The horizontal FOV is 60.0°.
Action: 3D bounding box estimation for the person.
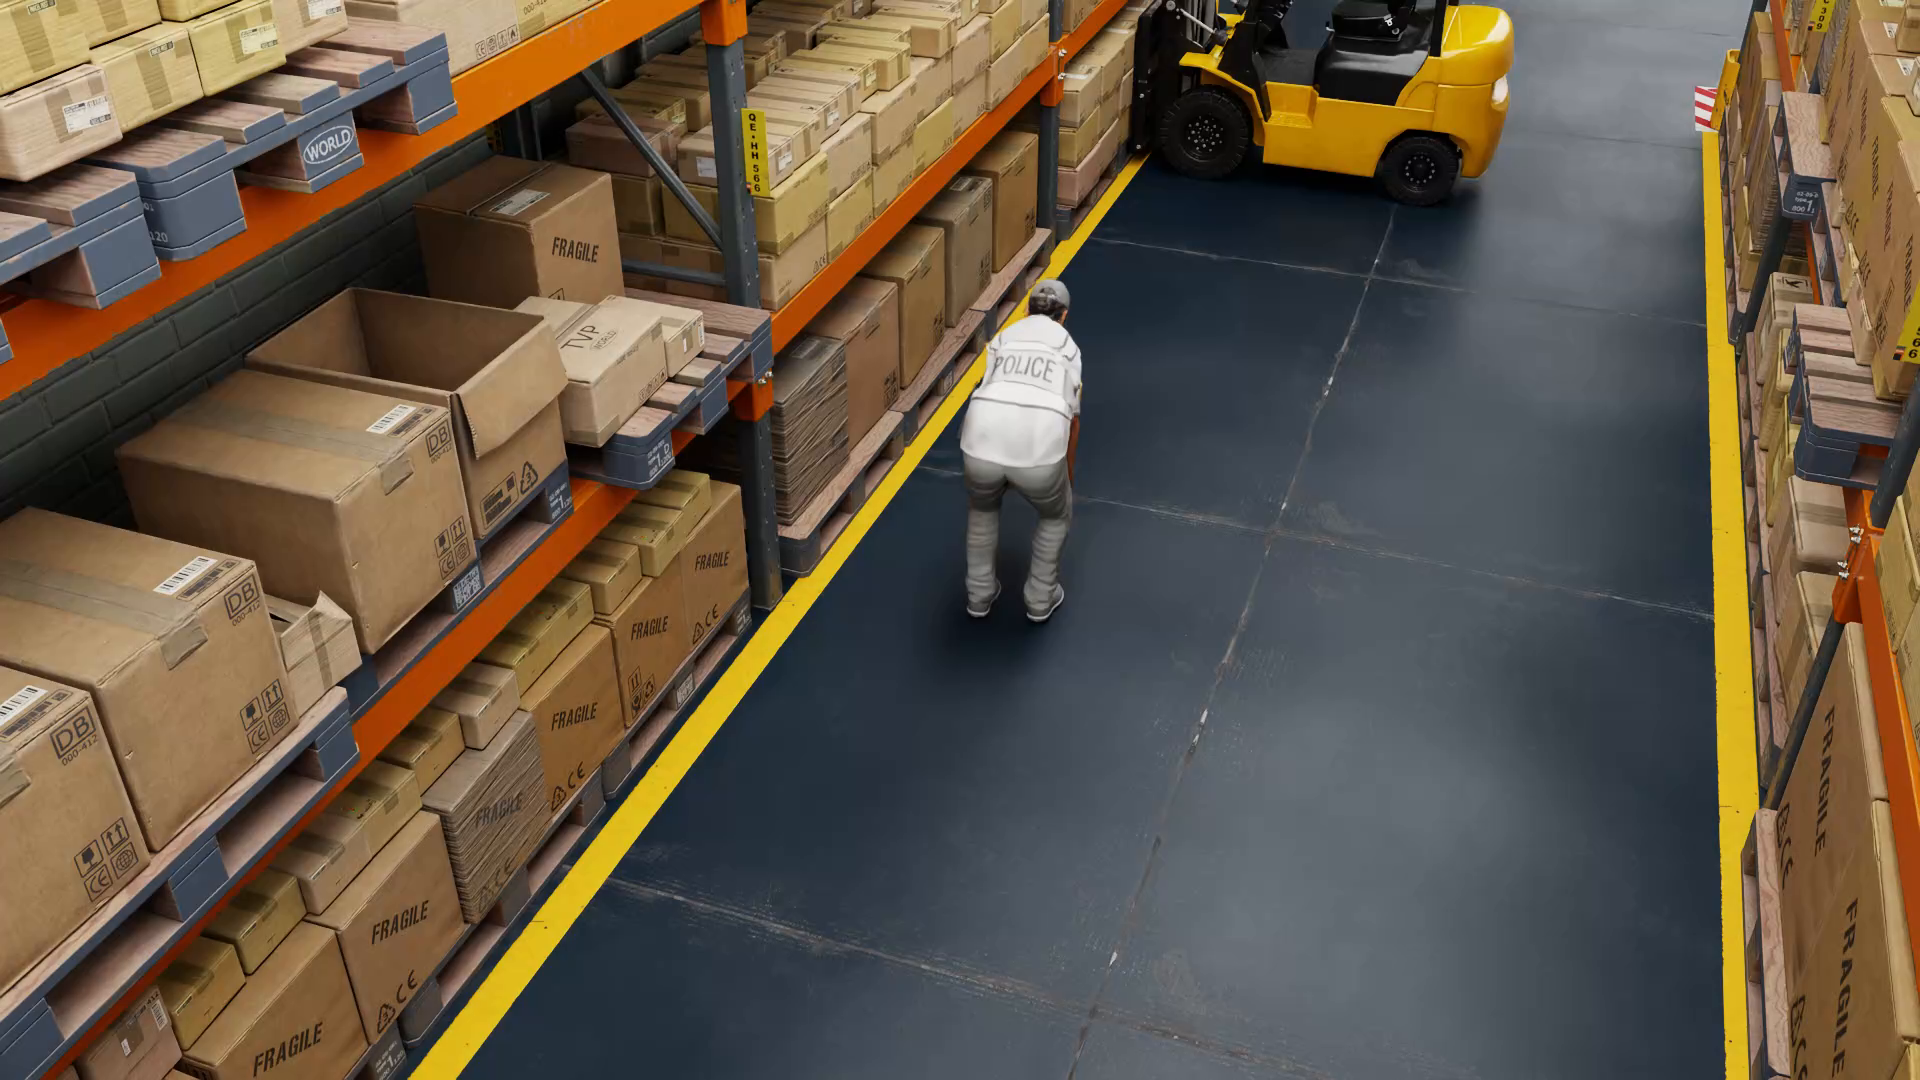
[{"bbox_3d":[0.280,-0.351,6.986,0.453,1.323,0.875,9,35,14],"label":"person"}]
